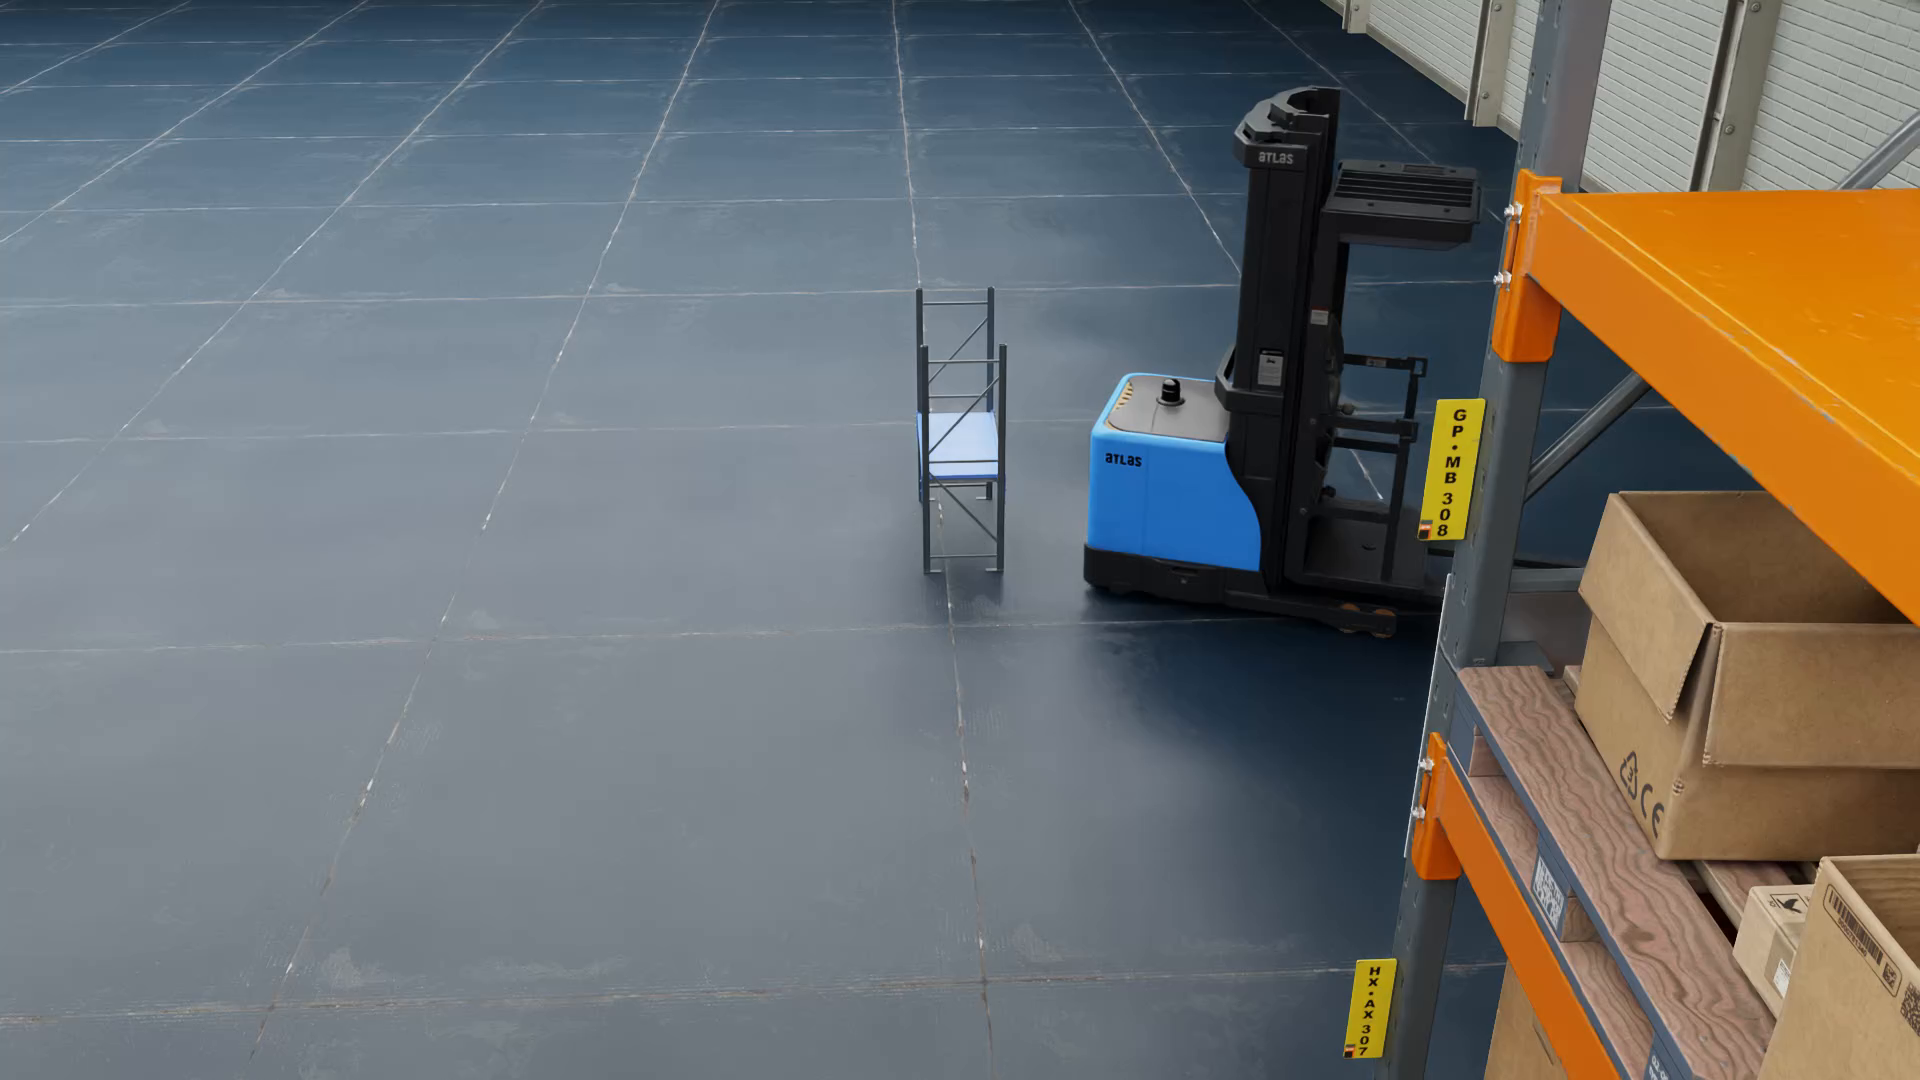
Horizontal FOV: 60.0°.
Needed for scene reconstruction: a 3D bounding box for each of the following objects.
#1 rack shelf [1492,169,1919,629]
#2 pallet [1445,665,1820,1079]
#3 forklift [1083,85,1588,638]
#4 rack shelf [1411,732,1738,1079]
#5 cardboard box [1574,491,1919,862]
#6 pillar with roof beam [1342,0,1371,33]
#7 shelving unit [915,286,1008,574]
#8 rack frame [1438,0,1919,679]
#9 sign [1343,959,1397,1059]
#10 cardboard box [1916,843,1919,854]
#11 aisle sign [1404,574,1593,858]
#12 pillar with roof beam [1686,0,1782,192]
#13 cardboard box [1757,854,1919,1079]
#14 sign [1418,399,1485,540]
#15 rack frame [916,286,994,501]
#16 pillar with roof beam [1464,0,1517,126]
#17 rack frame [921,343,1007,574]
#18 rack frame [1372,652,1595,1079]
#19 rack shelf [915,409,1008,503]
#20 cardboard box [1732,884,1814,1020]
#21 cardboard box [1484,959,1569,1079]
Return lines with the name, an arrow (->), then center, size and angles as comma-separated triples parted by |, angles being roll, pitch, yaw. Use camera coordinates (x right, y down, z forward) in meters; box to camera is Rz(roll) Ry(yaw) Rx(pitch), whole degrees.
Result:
rack shelf -> 1.695, 0.356, 1.547 | 1.077, 0.370, 4.000 | -1, 28, -3
pallet -> 1.602, 0.633, 3.145 | 1.003, 0.211, 1.213 | -1, 28, -3
forklift -> 2.328, -1.005, 9.507 | 3.031, 2.935, 1.130 | 8, 29, 15
rack shelf -> 1.695, 1.509, 2.148 | 1.077, 0.370, 4.000 | -1, 28, -3
cardboard box -> 1.617, 0.238, 3.090 | 0.797, 0.503, 0.637 | 0, 28, 1
pillar with roof beam -> 1.886, -11.862, 23.763 | 9.100, 9.000, 0.400 | -1, 28, -3
shelving unit -> -0.004, -0.704, 10.479 | 0.538, 1.500, 1.048 | -1, 28, -3
rack frame -> 1.591, -1.064, 3.059 | 1.000, 3.000, 0.127 | -1, 28, -3
sign -> 1.036, 1.188, 4.207 | 0.100, 0.325, 0.005 | -1, 28, -3
cardboard box -> 1.914, 0.610, 2.650 | 0.500, 0.250, 0.500 | -1, 28, -3
aisle sign -> 1.282, 0.421, 3.889 | 0.394, 0.787, 0.004 | -1, 28, -3
pillar with roof beam -> 2.512, -6.320, 13.137 | 9.100, 9.000, 0.400 | -1, 28, -3
cardboard box -> 1.405, 0.747, 2.116 | 0.500, 0.500, 0.500 | -1, 28, -3
sign -> 1.036, -0.146, 3.511 | 0.100, 0.325, 0.005 | -1, 28, -3
rack frame -> -0.031, -0.939, 10.929 | 0.500, 1.500, 0.032 | -1, 28, -3
pillar with roof beam -> 2.199, -9.091, 18.450 | 9.100, 9.000, 0.400 | -1, 28, -3
rack frame -> 0.022, -0.470, 10.029 | 0.500, 1.500, 0.032 | -1, 28, -3
rack frame -> 1.591, 1.596, 4.446 | 1.000, 3.000, 0.127 | -1, 28, -3
rack shelf -> -0.004, -0.545, 10.562 | 0.538, 0.185, 1.000 | -1, 28, -3
cardboard box -> 1.476, 0.677, 2.631 | 0.380, 0.149, 0.250 | -1, 28, -3
cardboard box -> 1.605, 1.217, 3.662 | 0.700, 0.500, 0.500 | -1, 28, -2
